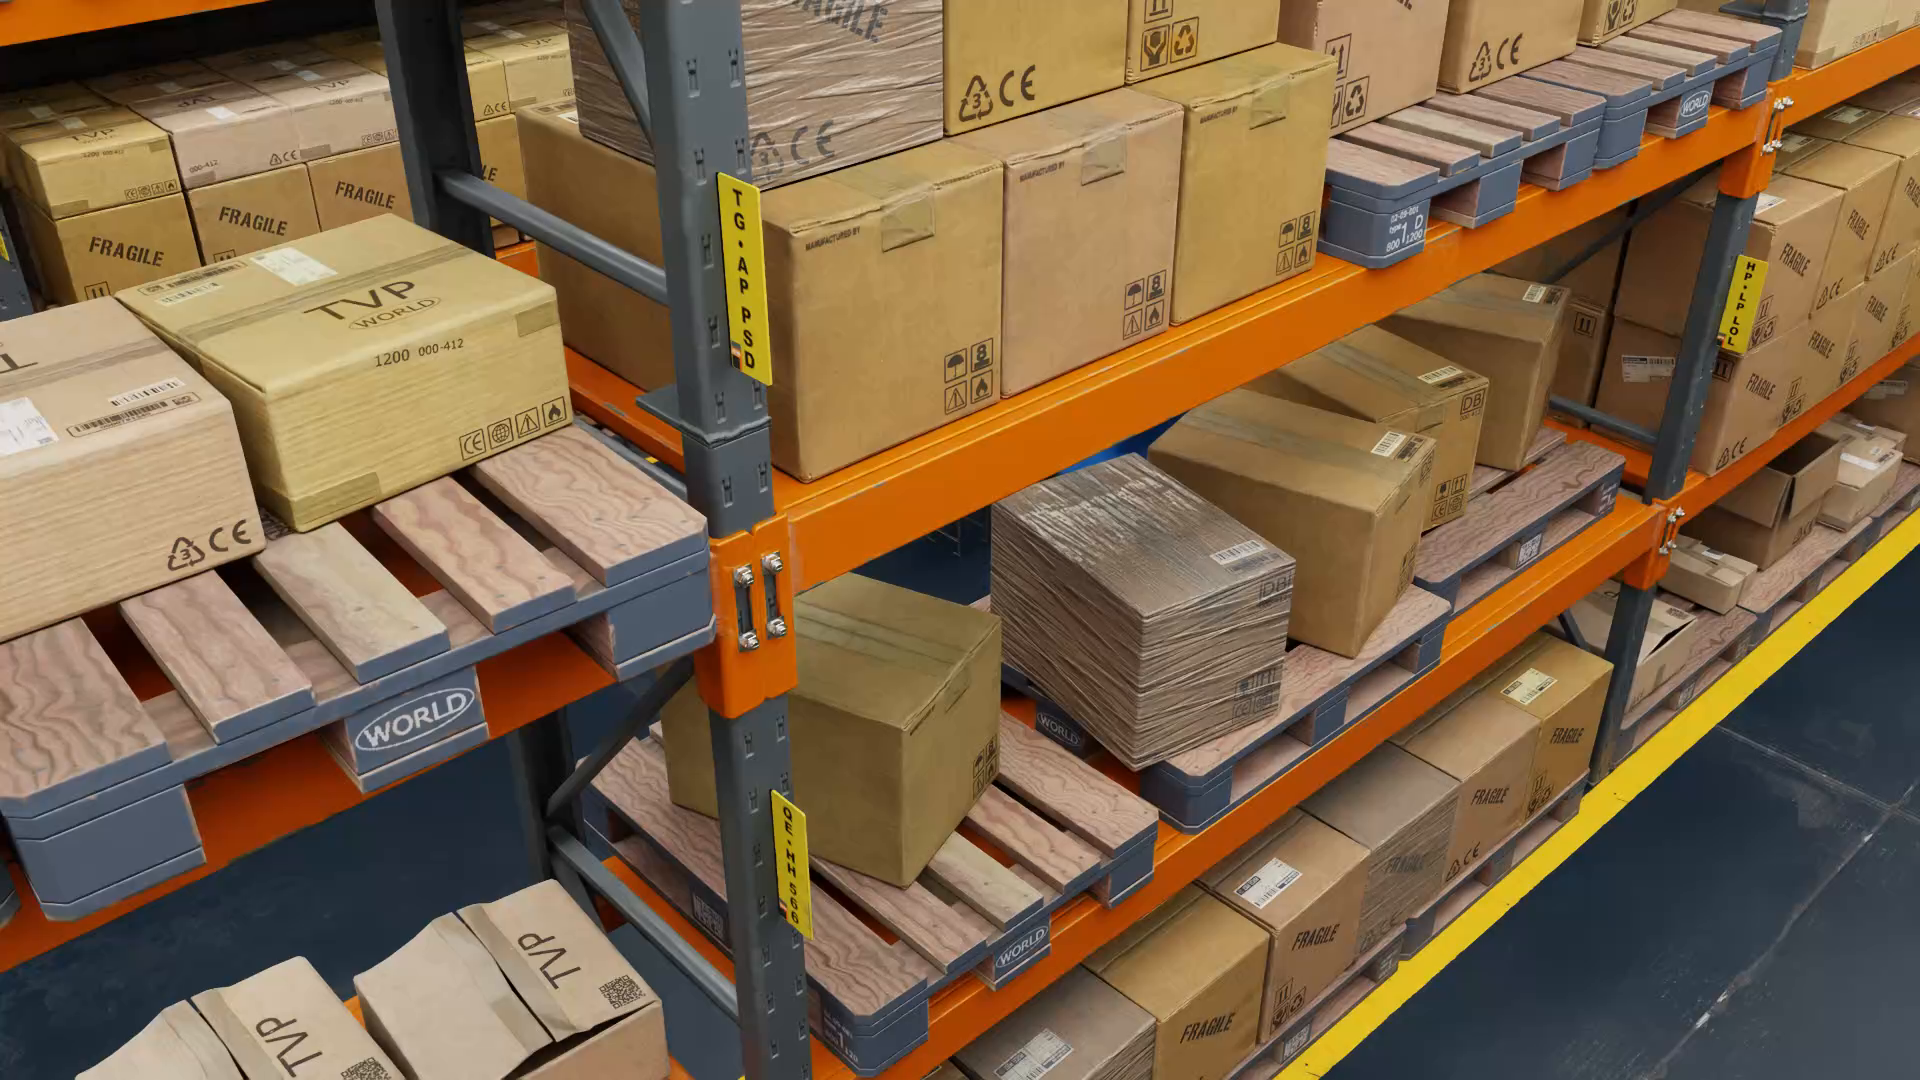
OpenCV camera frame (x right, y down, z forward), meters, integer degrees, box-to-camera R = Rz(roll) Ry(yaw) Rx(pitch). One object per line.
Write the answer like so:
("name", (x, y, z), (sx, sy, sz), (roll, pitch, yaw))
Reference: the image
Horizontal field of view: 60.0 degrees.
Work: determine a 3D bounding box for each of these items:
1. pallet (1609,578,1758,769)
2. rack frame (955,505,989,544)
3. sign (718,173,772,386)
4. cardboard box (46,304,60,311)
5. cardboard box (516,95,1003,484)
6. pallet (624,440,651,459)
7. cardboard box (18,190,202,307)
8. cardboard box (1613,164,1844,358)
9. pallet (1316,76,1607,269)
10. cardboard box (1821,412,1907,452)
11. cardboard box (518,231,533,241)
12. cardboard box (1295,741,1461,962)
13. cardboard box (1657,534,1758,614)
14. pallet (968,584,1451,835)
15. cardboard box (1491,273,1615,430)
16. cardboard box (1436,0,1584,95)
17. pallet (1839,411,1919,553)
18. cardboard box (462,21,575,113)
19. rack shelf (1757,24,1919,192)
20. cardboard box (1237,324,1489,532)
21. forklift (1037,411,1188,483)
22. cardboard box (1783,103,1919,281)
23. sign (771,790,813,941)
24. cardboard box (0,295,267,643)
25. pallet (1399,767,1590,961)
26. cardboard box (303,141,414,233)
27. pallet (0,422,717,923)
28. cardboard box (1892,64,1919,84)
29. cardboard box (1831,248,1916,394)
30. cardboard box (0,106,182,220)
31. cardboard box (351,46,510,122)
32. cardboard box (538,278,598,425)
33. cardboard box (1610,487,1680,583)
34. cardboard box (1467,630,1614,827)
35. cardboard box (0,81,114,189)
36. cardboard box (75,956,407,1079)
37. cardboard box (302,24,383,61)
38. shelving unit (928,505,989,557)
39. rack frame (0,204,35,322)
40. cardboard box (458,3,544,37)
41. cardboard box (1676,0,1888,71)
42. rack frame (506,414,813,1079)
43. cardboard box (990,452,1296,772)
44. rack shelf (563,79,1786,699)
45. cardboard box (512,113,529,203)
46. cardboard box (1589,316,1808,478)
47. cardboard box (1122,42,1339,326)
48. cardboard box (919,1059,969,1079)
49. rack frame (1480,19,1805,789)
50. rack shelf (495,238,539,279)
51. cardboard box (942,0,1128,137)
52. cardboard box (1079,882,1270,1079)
("pallet", (2.732, 0.445, 7.321), (1.213, 0.211, 1.003), (-26, 40, -35))
("rack frame", (0.056, -0.539, 7.982), (0.006, 1.200, 0.240), (-26, 40, -35))
("sign", (-0.334, -0.402, 2.585), (0.005, 0.325, 0.100), (-26, 40, -35))
("cardboard box", (-3.677, -0.906, 7.078), (0.250, 0.149, 0.380), (-26, 40, -36))
("cardboard box", (-0.408, -0.573, 3.341), (0.500, 0.500, 0.910), (-26, 40, -35))
("pallet", (-1.657, -0.903, 9.525), (1.213, 0.211, 1.003), (-26, 40, -35))
("cardboard box", (-3.546, -1.229, 6.985), (0.500, 0.500, 0.500), (-24, 39, -34))
("cardboard box", (2.765, -1.031, 6.006), (0.500, 0.500, 0.500), (-25, 39, -34))
("pallet", (0.944, -1.128, 4.524), (1.003, 0.211, 1.213), (-26, 40, -35))
("cardboard box", (4.572, -0.503, 8.492), (0.250, 0.166, 0.380), (-26, 40, -35))
("cardboard box", (-2.159, -1.635, 8.270), (0.250, 0.149, 0.380), (-27, 41, -37))
("cardboard box", (1.325, 1.011, 5.695), (0.500, 0.500, 0.500), (-25, 39, -35))
("cardboard box", (3.311, 0.142, 7.436), (0.250, 0.166, 0.380), (-26, 40, -35))
("pallet", (0.718, 0.307, 5.056), (1.213, 0.211, 1.003), (-26, 40, -35))
("cardboard box", (2.420, -0.820, 6.620), (0.500, 0.500, 0.500), (-25, 39, -35))
("cardboard box", (1.334, -1.650, 4.603), (0.600, 0.600, 0.600), (-26, 40, -36))
("pallet", (4.522, -0.421, 8.736), (1.213, 0.211, 1.003), (-26, 40, -35))
("cardboard box", (-2.067, -2.271, 7.970), (0.500, 0.250, 0.500), (-25, 39, -35))
("rack shelf", (3.695, -2.184, 6.761), (4.000, 0.370, 1.077), (-26, 40, -35))
("cardboard box", (1.268, -0.373, 5.486), (0.500, 0.500, 0.700), (-19, 36, -28))
("forklift", (1.529, -1.876, 8.509), (3.031, 2.935, 1.130), (-23, 38, -33))
("cardboard box", (3.520, -1.396, 6.603), (0.500, 0.500, 0.500), (-27, 41, -37))
("sign", (-0.325, 0.634, 3.228), (0.005, 0.325, 0.100), (-26, 40, -35))
("cardboard box", (-1.371, -0.103, 2.408), (0.500, 0.250, 0.500), (-25, 39, -34))
("pallet", (1.657, 0.991, 6.427), (1.213, 0.211, 1.003), (-26, 40, -35))
("cardboard box", (-2.791, -1.587, 7.570), (0.500, 0.500, 0.500), (-26, 40, -36))
("pallet", (-1.142, -0.007, 2.692), (1.003, 0.211, 1.213), (-24, 39, -33))
("cardboard box", (4.275, -1.762, 7.201), (0.500, 0.500, 0.500), (-25, 39, -34))
("cardboard box", (3.529, -0.980, 6.882), (0.500, 0.500, 0.500), (-26, 40, -36))
("cardboard box", (-3.546, -1.547, 6.786), (0.500, 0.250, 0.500), (-25, 39, -34))
("cardboard box", (-2.440, -2.090, 7.674), (0.500, 0.250, 0.500), (-27, 40, -36))
("cardboard box", (-2.181, -1.061, 8.768), (0.750, 0.750, 0.750), (-24, 39, -34))
("cardboard box", (3.003, -0.119, 7.725), (0.500, 0.311, 0.500), (-26, 40, -35))
("cardboard box", (2.061, 0.662, 6.267), (0.500, 0.500, 0.500), (-26, 40, -36))
("cardboard box", (-3.920, -1.735, 7.093), (0.500, 0.250, 0.500), (-25, 39, -34))
("cardboard box", (-1.492, 1.198, 3.501), (0.500, 0.311, 0.500), (-26, 40, -36))
("cardboard box", (-2.786, -2.279, 7.982), (0.500, 0.250, 0.500), (-27, 40, -36))
("shelving unit", (-0.011, -0.507, 7.929), (0.189, 1.200, 0.258), (-26, 40, -35))
("rack frame", (-4.076, -0.977, 6.972), (0.127, 3.000, 1.000), (-26, 40, -35))
("cardboard box", (-2.400, -2.462, 8.282), (0.500, 0.250, 0.500), (-27, 41, -37))
("cardboard box", (2.753, -1.795, 5.579), (0.500, 0.250, 0.500), (-26, 40, -35))
("rack frame", (-0.705, 0.917, 3.875), (0.127, 3.000, 1.000), (-26, 40, -35))
("cardboard box", (0.481, 0.177, 4.586), (0.500, 0.500, 0.700), (-18, 36, -27))
("rack shelf", (0.762, -0.765, 4.440), (4.000, 0.370, 1.077), (-26, 40, -35))
("cardboard box", (-2.051, -1.954, 8.170), (0.500, 0.500, 0.500), (-26, 40, -35))
("cardboard box", (2.787, -0.621, 6.295), (0.500, 0.500, 0.500), (-25, 39, -34))
("cardboard box", (0.347, -0.938, 3.938), (0.500, 0.500, 0.910), (-26, 40, -35))
("cardboard box", (-0.177, 1.744, 4.498), (0.500, 0.500, 0.500), (-24, 39, -34))
("rack frame", (2.228, -0.502, 6.195), (0.127, 3.000, 1.000), (-26, 40, -35))
("rack shelf", (-2.609, -1.379, 8.320), (4.000, 0.370, 1.077), (-26, 40, -35))
("cardboard box", (-0.007, -1.165, 3.351), (0.500, 0.500, 0.500), (-26, 40, -35))
("cardboard box", (0.574, 1.380, 5.093), (0.500, 0.500, 0.500), (-26, 40, -36))
